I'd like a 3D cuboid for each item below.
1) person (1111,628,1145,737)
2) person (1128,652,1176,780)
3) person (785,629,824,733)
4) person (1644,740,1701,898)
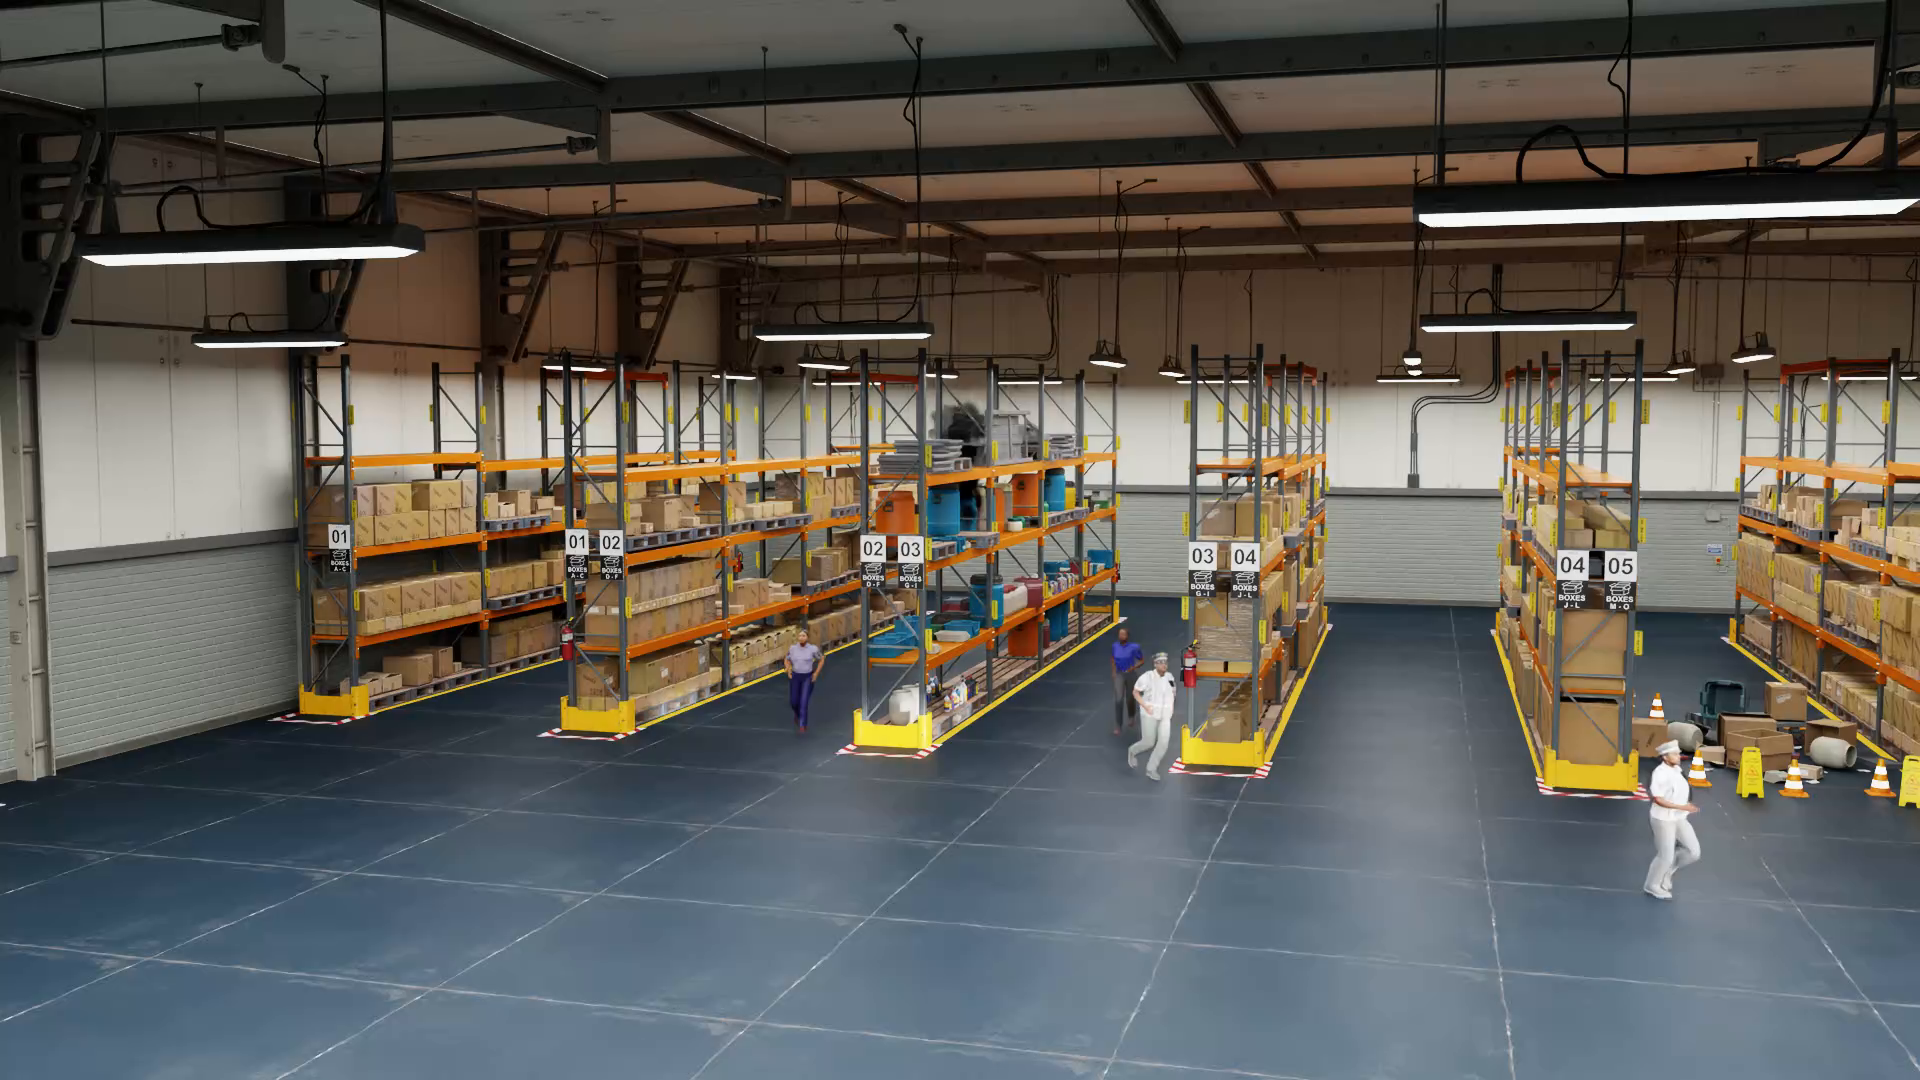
[{"bbox_3d":[2.641,2.211,26.242,0.575,1.693,0.812,1,4,16],"label":"person"},{"bbox_3d":[2.712,2.414,23.112,0.683,1.754,0.675,-2,5,-21],"label":"person"},{"bbox_3d":[-2.475,2.229,26.468,0.639,1.638,0.655,0,4,6],"label":"person"},{"bbox_3d":[7.373,2.881,17.159,0.558,1.662,0.587,-3,5,-35],"label":"person"}]
